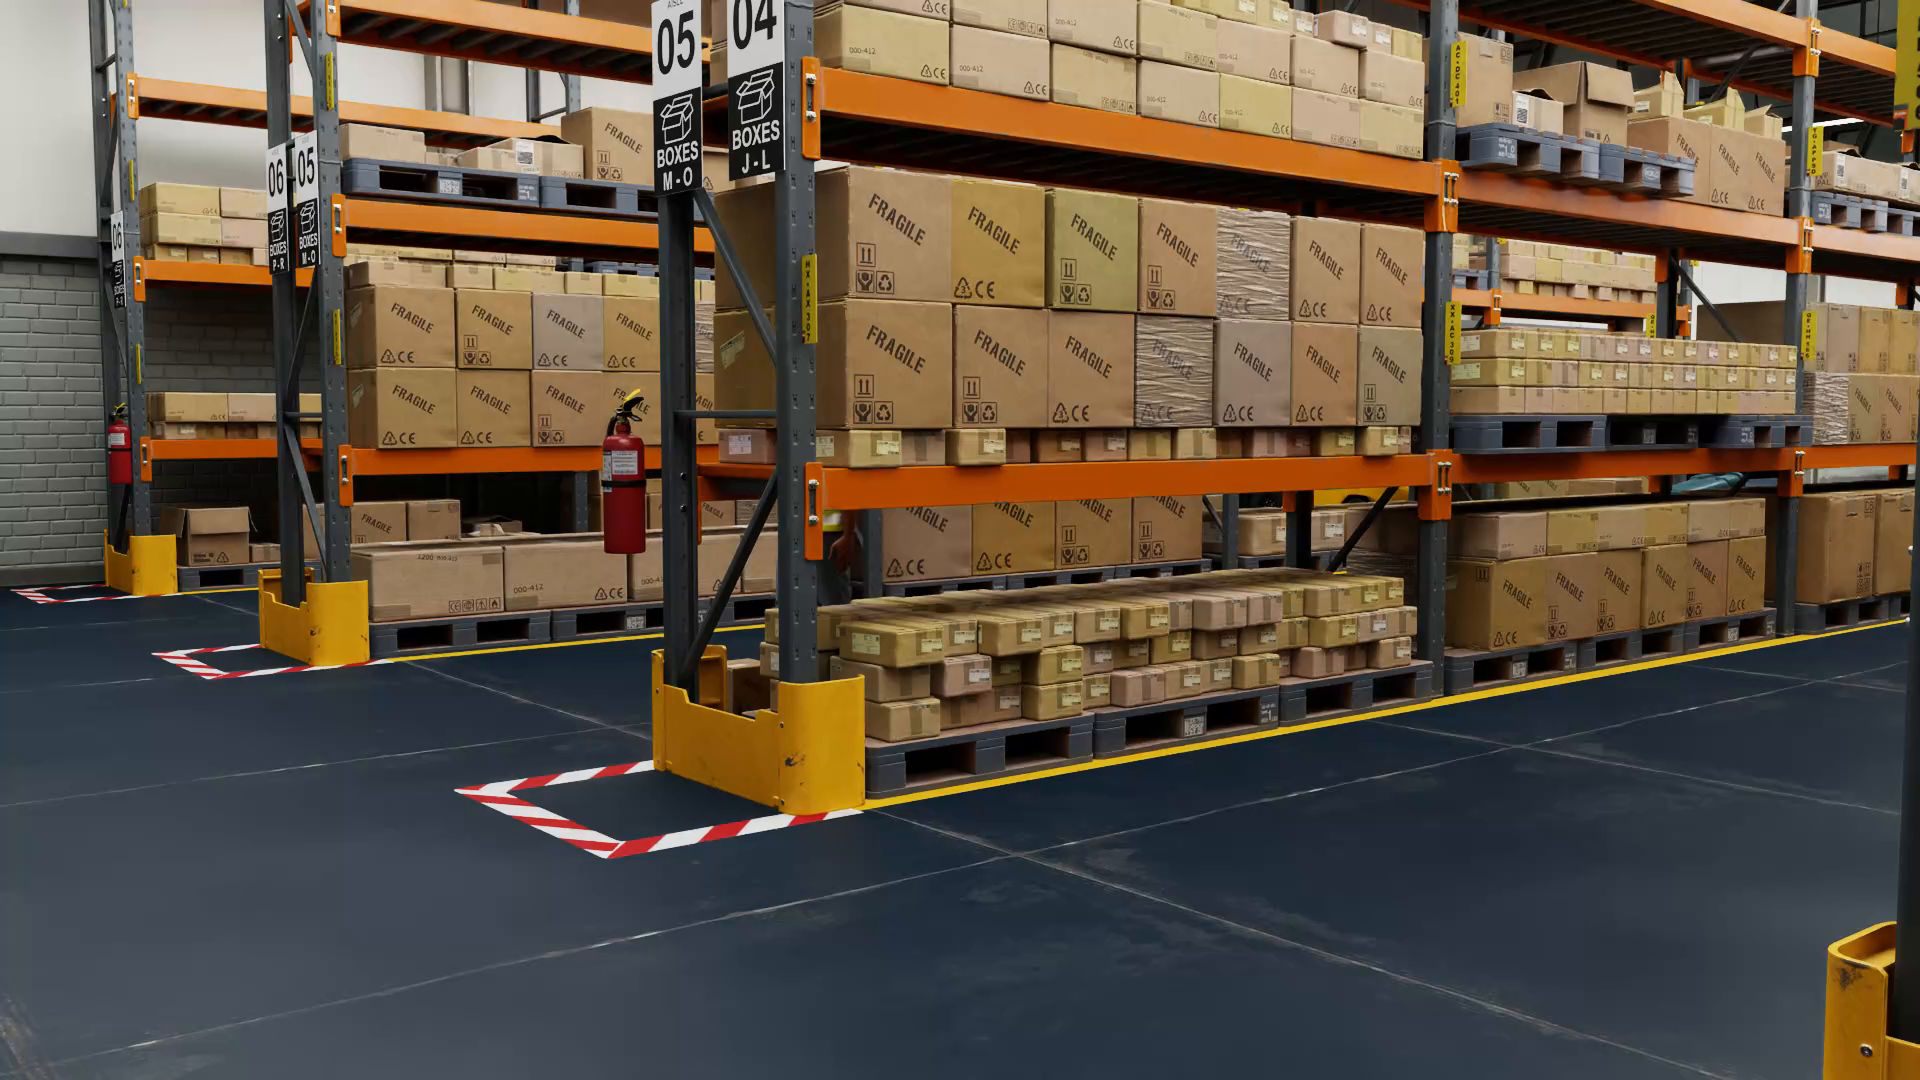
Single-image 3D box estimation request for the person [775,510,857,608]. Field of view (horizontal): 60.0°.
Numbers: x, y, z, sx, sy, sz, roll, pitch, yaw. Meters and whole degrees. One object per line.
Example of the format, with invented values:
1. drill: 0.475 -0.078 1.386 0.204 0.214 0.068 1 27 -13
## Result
1. person: -0.815 -0.026 8.712 0.734 1.758 0.585 -3 5 -35
